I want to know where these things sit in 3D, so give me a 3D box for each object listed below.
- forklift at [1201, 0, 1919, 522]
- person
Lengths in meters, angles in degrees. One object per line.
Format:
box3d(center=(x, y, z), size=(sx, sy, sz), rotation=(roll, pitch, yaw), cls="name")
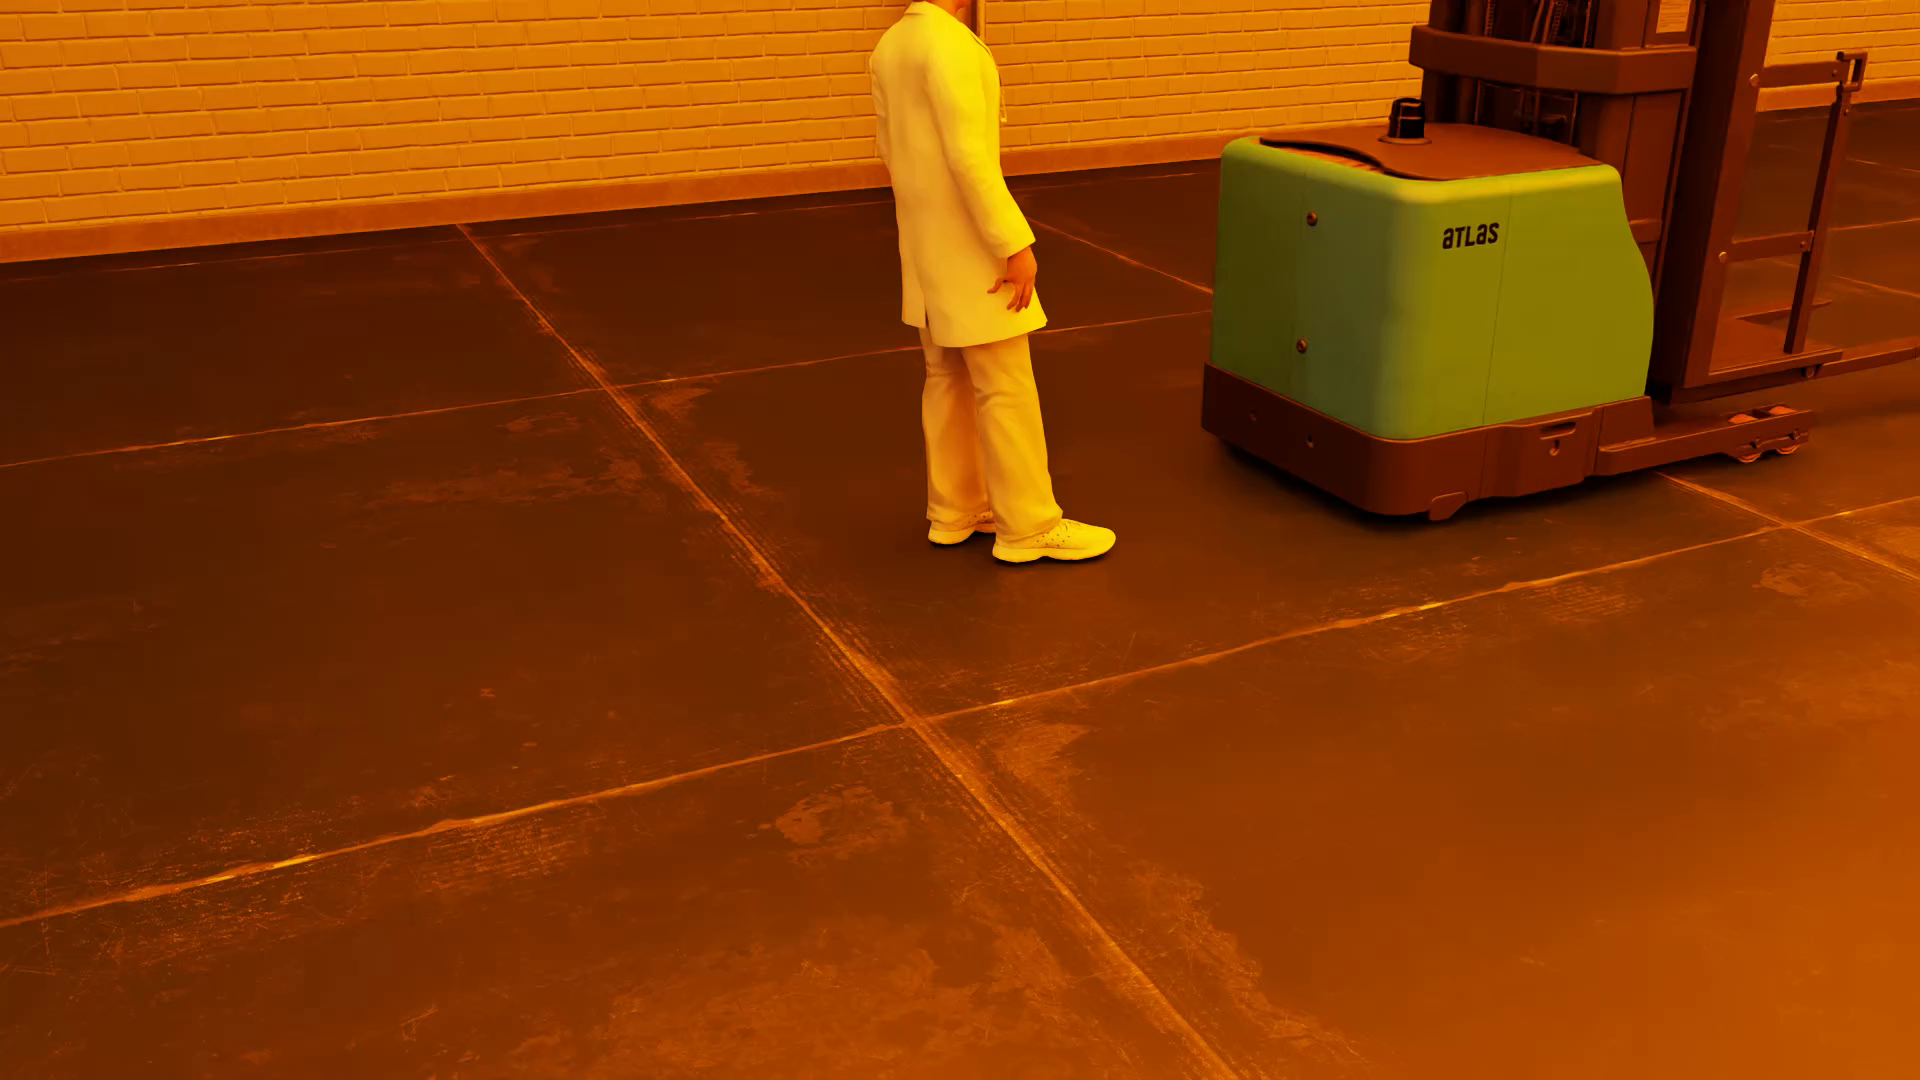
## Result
box3d(center=(2.406, -1.788, 5.591), size=(3.031, 2.935, 1.130), rotation=(-11, 25, -25), cls="forklift")
box3d(center=(0.085, -0.841, 4.796), size=(0.578, 1.777, 0.696), rotation=(-10, 25, -23), cls="person")
